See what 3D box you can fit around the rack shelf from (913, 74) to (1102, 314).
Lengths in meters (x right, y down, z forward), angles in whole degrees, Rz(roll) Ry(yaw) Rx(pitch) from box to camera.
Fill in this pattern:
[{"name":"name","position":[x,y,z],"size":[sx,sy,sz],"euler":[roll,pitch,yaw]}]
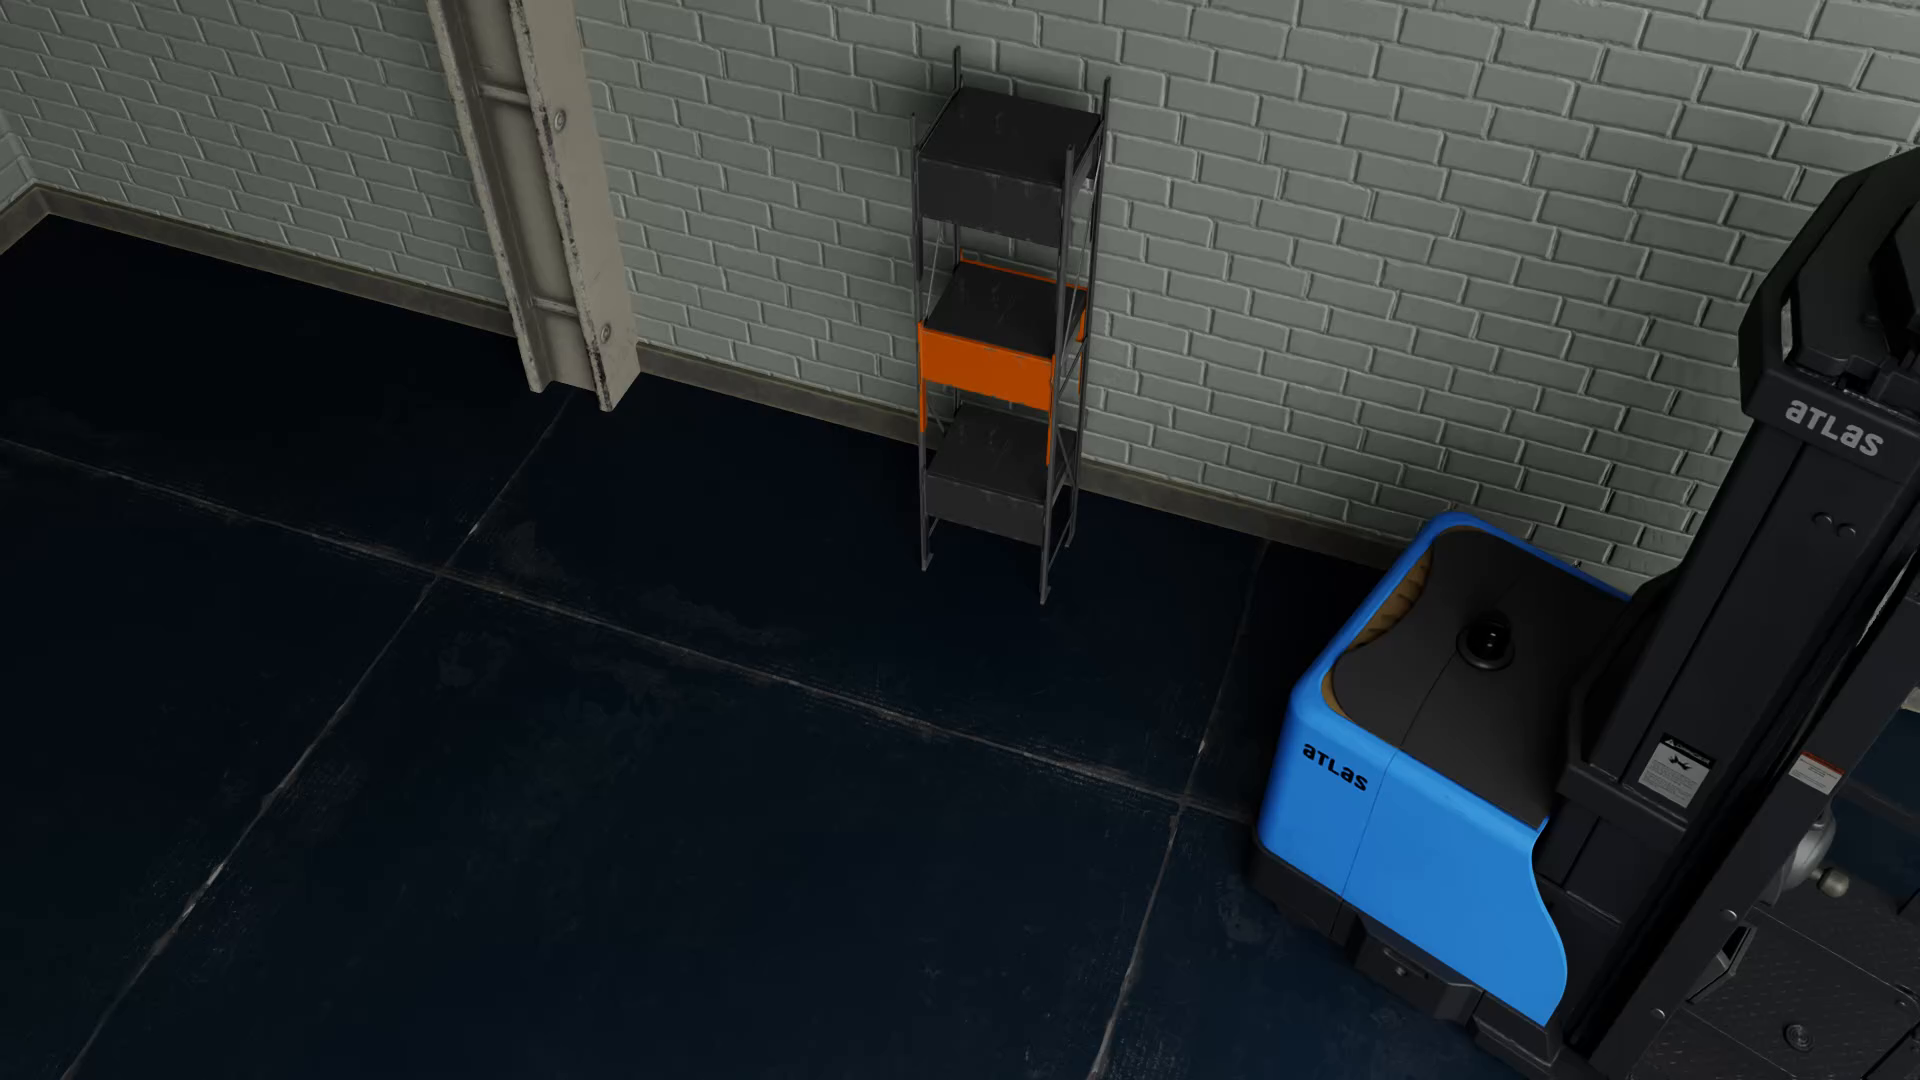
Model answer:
[{"name":"rack shelf","position":[0.155,-1.094,5.267],"size":[0.480,0.518,0.431],"euler":[16,51,13]}]

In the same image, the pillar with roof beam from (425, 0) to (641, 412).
[{"name":"pillar with roof beam","position":[-3.113,-0.601,1.183],"size":[0.400,9.000,9.100],"euler":[16,51,13]}]

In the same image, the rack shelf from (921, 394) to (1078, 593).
[{"name":"rack shelf","position":[0.155,-0.177,6.325],"size":[0.480,0.518,0.431],"euler":[16,51,13]}]

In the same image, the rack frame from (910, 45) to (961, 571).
[{"name":"rack frame","position":[-0.074,-0.708,5.841],"size":[0.015,2.100,0.400],"euler":[16,51,13]}]

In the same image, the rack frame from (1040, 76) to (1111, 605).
[{"name":"rack frame","position":[0.384,-0.580,5.730],"size":[0.015,2.100,0.400],"euler":[16,51,13]}]

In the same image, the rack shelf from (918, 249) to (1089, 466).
[{"name":"rack shelf","position":[0.155,-0.635,5.796],"size":[0.480,0.518,0.431],"euler":[16,51,13]}]

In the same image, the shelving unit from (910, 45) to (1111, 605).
[{"name":"shelving unit","position":[0.155,-0.644,5.786],"size":[0.503,2.100,0.431],"euler":[16,51,13]}]

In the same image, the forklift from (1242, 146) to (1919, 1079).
[{"name":"forklift","position":[2.412,0.607,4.151],"size":[3.031,2.935,1.130],"euler":[31,56,24]}]
